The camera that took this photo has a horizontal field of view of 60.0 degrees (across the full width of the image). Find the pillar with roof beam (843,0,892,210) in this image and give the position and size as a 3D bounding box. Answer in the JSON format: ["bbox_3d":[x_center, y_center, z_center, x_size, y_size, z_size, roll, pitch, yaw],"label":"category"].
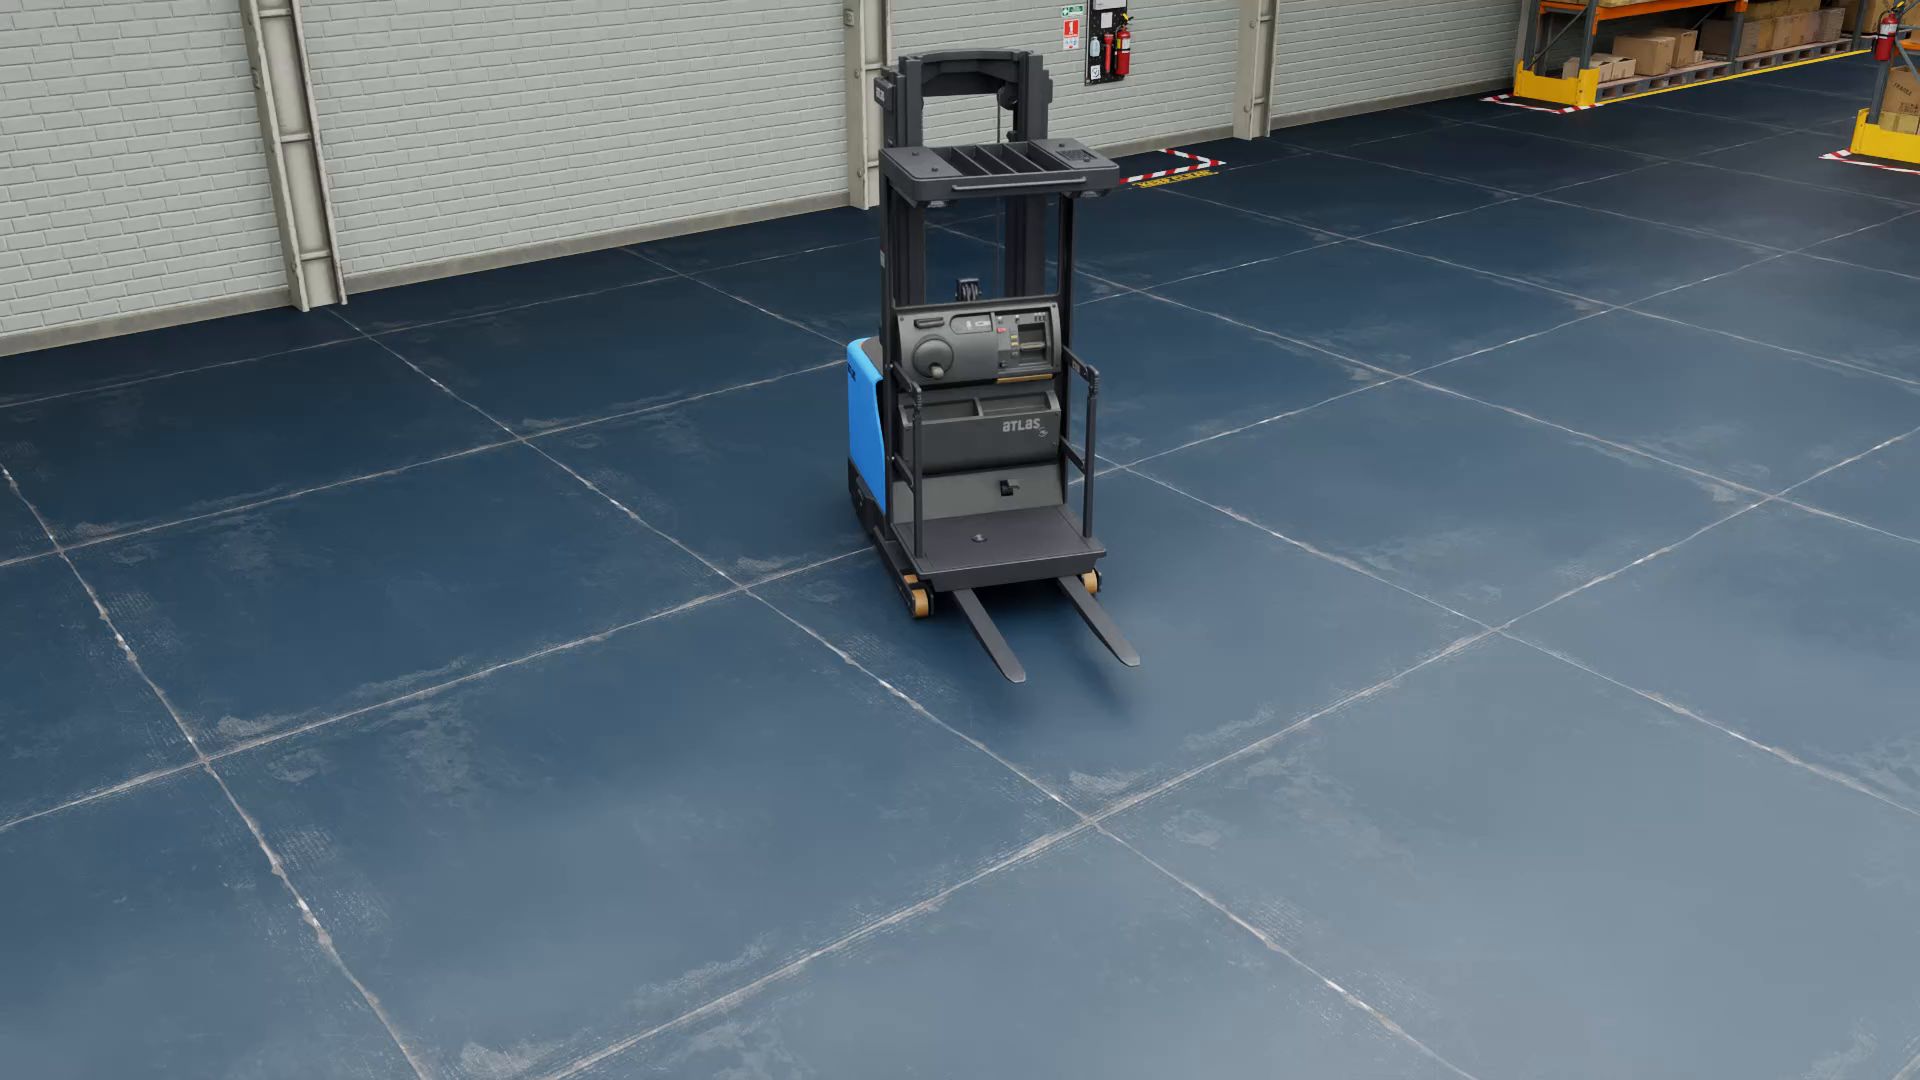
[{"bbox_3d":[1.689,-6.314,13.165,0.400,9.000,9.100,-18,31,-34],"label":"pillar with roof beam"}]

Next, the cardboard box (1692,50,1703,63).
[{"bbox_3d":[11.204,-7.472,25.630,0.380,0.166,0.250,22,33,39],"label":"cardboard box"}]

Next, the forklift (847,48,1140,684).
[{"bbox_3d":[0.172,-1.075,9.084,1.130,2.935,3.031,-7,26,-14],"label":"forklift"}]

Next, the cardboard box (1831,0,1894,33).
[{"bbox_3d":[15.414,-9.109,28.368,0.750,0.750,0.750,-19,31,-35],"label":"cardboard box"}]

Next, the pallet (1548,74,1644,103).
[{"bbox_3d":[9.180,-6.622,24.267,1.213,0.211,1.003,-18,31,-34],"label":"pallet"}]

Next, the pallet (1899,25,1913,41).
[{"bbox_3d":[16.380,-8.976,29.339,1.213,0.211,1.003,-18,31,-34],"label":"pallet"}]

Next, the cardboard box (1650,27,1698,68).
[{"bbox_3d":[10.814,-7.489,25.271,0.500,0.500,0.500,-21,32,-38],"label":"cardboard box"}]

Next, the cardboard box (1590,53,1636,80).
[{"bbox_3d":[9.507,-6.945,24.324,0.500,0.311,0.500,-15,29,-30],"label":"cardboard box"}]

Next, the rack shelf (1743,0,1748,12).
[{"bbox_3d":[13.180,-8.900,26.718,4.000,0.370,1.077,-18,31,-34],"label":"rack shelf"}]

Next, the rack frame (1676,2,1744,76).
[{"bbox_3d":[11.606,-8.707,25.447,0.127,3.000,1.000,-18,31,-34],"label":"rack frame"}]

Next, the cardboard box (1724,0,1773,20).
[{"bbox_3d":[12.520,-8.425,26.395,0.500,0.250,0.500,-19,31,-35],"label":"cardboard box"}]

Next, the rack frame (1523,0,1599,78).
[{"bbox_3d":[8.459,-7.668,23.208,0.127,3.000,1.000,-18,31,-34],"label":"rack frame"}]

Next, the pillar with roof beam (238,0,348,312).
[{"bbox_3d":[-3.032,-4.755,9.807,0.400,9.000,9.100,-18,31,-34],"label":"pillar with roof beam"}]

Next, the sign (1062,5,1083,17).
[{"bbox_3d":[1.296,-6.093,19.144,0.331,0.109,0.001,-18,31,-34],"label":"sign"}]

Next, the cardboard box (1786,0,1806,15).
[{"bbox_3d":[13.331,-8.685,26.956,0.500,0.250,0.500,-18,31,-34],"label":"cardboard box"}]

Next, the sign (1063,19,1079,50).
[{"bbox_3d":[1.287,-5.855,19.260,0.234,0.329,0.001,-18,31,-34],"label":"sign"}]

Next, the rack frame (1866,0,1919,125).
[{"bbox_3d":[11.518,-6.027,19.674,0.127,3.000,1.000,-18,31,-34],"label":"rack frame"}]

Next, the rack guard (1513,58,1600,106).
[{"bbox_3d":[8.518,-6.553,23.777,0.348,0.500,1.175,-18,31,-34],"label":"rack guard"}]

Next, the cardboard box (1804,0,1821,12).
[{"bbox_3d":[13.732,-8.820,27.247,0.500,0.250,0.500,-18,30,-33],"label":"cardboard box"}]

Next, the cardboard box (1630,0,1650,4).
[{"bbox_3d":[9.438,-7.770,23.583,0.500,0.250,0.500,-19,31,-36],"label":"cardboard box"}]

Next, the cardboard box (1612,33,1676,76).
[{"bbox_3d":[10.115,-7.205,24.659,0.500,0.500,0.700,-21,32,-37],"label":"cardboard box"}]

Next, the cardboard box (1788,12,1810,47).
[{"bbox_3d":[13.369,-8.373,27.175,0.500,0.500,0.700,-18,31,-34],"label":"cardboard box"}]

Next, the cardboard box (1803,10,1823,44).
[{"bbox_3d":[13.742,-8.512,27.474,0.500,0.500,0.700,-18,31,-34],"label":"cardboard box"}]

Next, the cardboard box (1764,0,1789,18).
[{"bbox_3d":[12.927,-8.561,26.689,0.500,0.250,0.500,-19,31,-35],"label":"cardboard box"}]

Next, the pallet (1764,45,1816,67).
[{"bbox_3d":[13.179,-7.963,27.157,1.213,0.211,1.003,-18,31,-34],"label":"pallet"}]

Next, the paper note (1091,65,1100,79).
[{"bbox_3d":[1.604,-5.525,19.639,0.142,0.148,0.016,-18,31,-34],"label":"paper note"}]

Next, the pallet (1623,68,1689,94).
[{"bbox_3d":[10.139,-6.937,24.946,1.213,0.211,1.003,-18,31,-34],"label":"pallet"}]

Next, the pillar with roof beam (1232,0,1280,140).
[{"bbox_3d":[6.411,-7.872,16.523,0.400,9.000,9.100,-18,31,-34],"label":"pillar with roof beam"}]

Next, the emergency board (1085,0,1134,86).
[{"bbox_3d":[1.786,-5.948,19.503,0.643,1.169,0.194,-18,31,-34],"label":"emergency board"}]

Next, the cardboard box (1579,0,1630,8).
[{"bbox_3d":[9.039,-7.630,23.282,0.500,0.250,0.500,-19,31,-35],"label":"cardboard box"}]

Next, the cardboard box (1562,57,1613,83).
[{"bbox_3d":[9.059,-6.797,24.004,0.500,0.311,0.500,-23,33,-40],"label":"cardboard box"}]

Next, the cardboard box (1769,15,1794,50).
[{"bbox_3d":[12.977,-8.239,26.886,0.500,0.500,0.700,-18,30,-33],"label":"cardboard box"}]

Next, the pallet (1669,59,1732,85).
[{"bbox_3d":[11.100,-7.256,25.633,1.213,0.211,1.003,-18,31,-34],"label":"pallet"}]

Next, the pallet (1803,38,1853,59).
[{"bbox_3d":[14.138,-8.278,27.836,1.213,0.211,1.003,-18,31,-34],"label":"pallet"}]

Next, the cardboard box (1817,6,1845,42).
[{"bbox_3d":[14.220,-8.607,27.679,0.500,0.500,0.700,-18,30,-33],"label":"cardboard box"}]

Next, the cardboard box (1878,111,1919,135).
[{"bbox_3d":[11.758,-5.208,20.676,0.500,0.250,0.500,-18,31,-34],"label":"cardboard box"}]

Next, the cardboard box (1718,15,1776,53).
[{"bbox_3d":[12.551,-8.120,26.629,0.500,0.500,0.700,-19,31,-35],"label":"cardboard box"}]

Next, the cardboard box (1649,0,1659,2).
[{"bbox_3d":[9.843,-7.900,23.864,0.500,0.250,0.500,-19,31,-35],"label":"cardboard box"}]

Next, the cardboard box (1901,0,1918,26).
[{"bbox_3d":[16.107,-9.334,28.854,0.750,0.750,0.750,-18,31,-34],"label":"cardboard box"}]

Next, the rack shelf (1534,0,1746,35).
[{"bbox_3d":[10.032,-7.861,24.479,4.000,0.370,1.077,-18,31,-34],"label":"rack shelf"}]

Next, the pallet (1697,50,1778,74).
[{"bbox_3d":[12.218,-7.644,26.471,1.213,0.211,1.003,-18,31,-34],"label":"pallet"}]

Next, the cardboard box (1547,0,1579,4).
[{"bbox_3d":[8.707,-7.794,23.635,0.500,0.250,0.500,-18,30,-33],"label":"cardboard box"}]

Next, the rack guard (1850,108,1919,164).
[{"bbox_3d":[11.499,-4.887,20.187,0.348,0.500,1.175,-18,31,-34],"label":"rack guard"}]

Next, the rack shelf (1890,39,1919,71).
[{"bbox_3d":[13.092,-6.221,20.945,4.000,0.370,1.077,-18,31,-34],"label":"rack shelf"}]

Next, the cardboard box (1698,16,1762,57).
[{"bbox_3d":[12.175,-7.969,26.304,0.500,0.500,0.700,-17,30,-32],"label":"cardboard box"}]

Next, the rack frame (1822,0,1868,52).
[{"bbox_3d":[14.754,-9.746,27.686,0.127,3.000,1.000,-18,31,-34],"label":"rack frame"}]

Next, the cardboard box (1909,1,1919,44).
[{"bbox_3d":[11.894,-6.190,19.905,0.500,0.500,0.700,-18,31,-34],"label":"cardboard box"}]

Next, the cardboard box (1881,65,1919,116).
[{"bbox_3d":[11.757,-5.549,20.519,0.500,0.500,0.500,-18,31,-34],"label":"cardboard box"}]

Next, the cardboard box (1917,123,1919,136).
[{"bbox_3d":[12.078,-5.036,20.306,0.500,0.250,0.500,-18,31,-34],"label":"cardboard box"}]

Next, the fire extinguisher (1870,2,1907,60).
[{"bbox_3d":[11.139,-6.116,19.956,0.183,0.674,0.296,-18,31,-34],"label":"fire extinguisher"}]

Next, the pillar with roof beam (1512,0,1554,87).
[{"bbox_3d":[11.132,-9.431,19.881,0.400,9.000,9.100,-18,31,-34],"label":"pillar with roof beam"}]

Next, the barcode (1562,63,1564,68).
[{"bbox_3d":[8.826,-6.939,24.298,0.075,0.075,0.001,-18,31,-34],"label":"barcode"}]

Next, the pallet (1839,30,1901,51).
[{"bbox_3d":[15.421,-8.661,28.660,1.213,0.211,1.003,-18,31,-34],"label":"pallet"}]
